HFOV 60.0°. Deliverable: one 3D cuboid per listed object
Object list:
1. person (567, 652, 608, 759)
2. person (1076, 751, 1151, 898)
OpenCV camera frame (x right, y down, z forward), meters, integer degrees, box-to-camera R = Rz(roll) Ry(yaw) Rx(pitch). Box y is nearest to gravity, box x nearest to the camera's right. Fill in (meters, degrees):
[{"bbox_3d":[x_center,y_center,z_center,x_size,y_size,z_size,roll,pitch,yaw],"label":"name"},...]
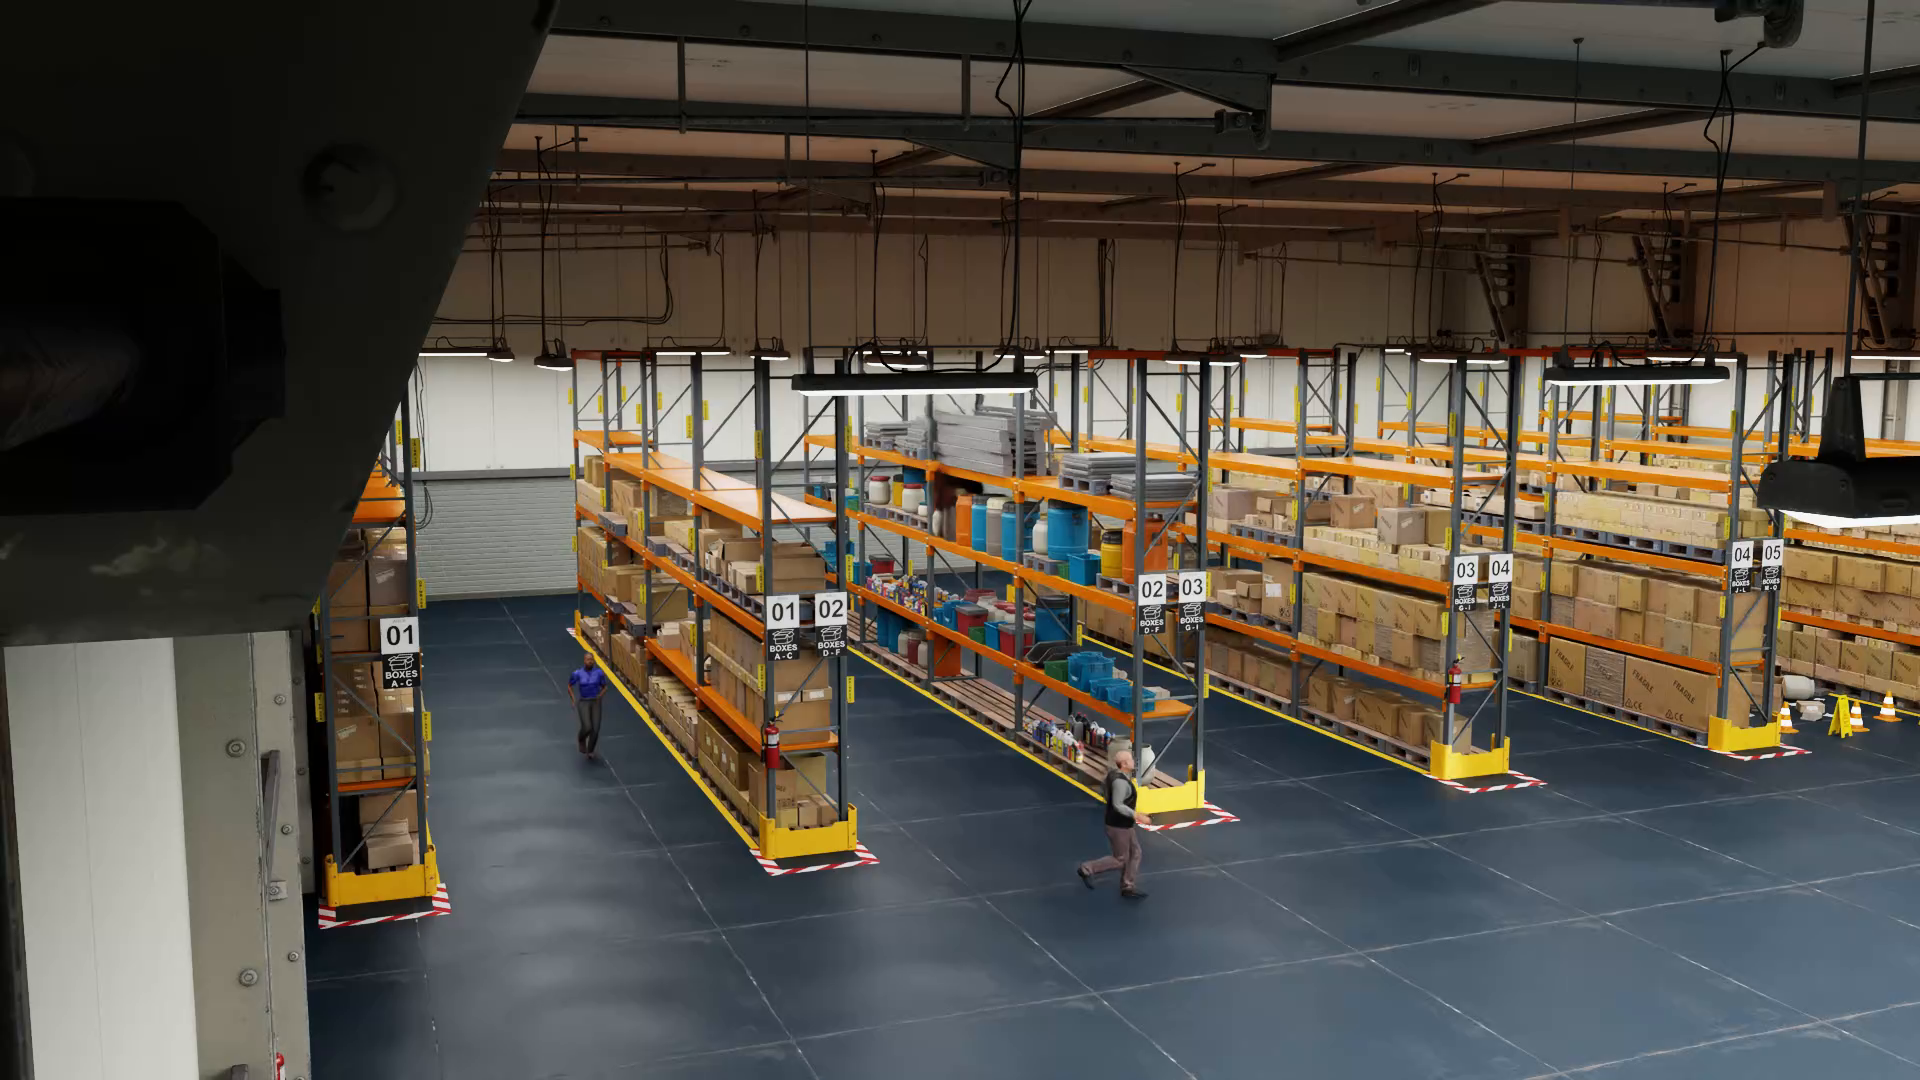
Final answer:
[{"bbox_3d":[-5.493,2.519,24.664,0.559,1.510,0.547,-3,8,-25],"label":"person"},{"bbox_3d":[1.715,3.192,18.636,0.815,1.691,0.655,0,7,2],"label":"person"}]
